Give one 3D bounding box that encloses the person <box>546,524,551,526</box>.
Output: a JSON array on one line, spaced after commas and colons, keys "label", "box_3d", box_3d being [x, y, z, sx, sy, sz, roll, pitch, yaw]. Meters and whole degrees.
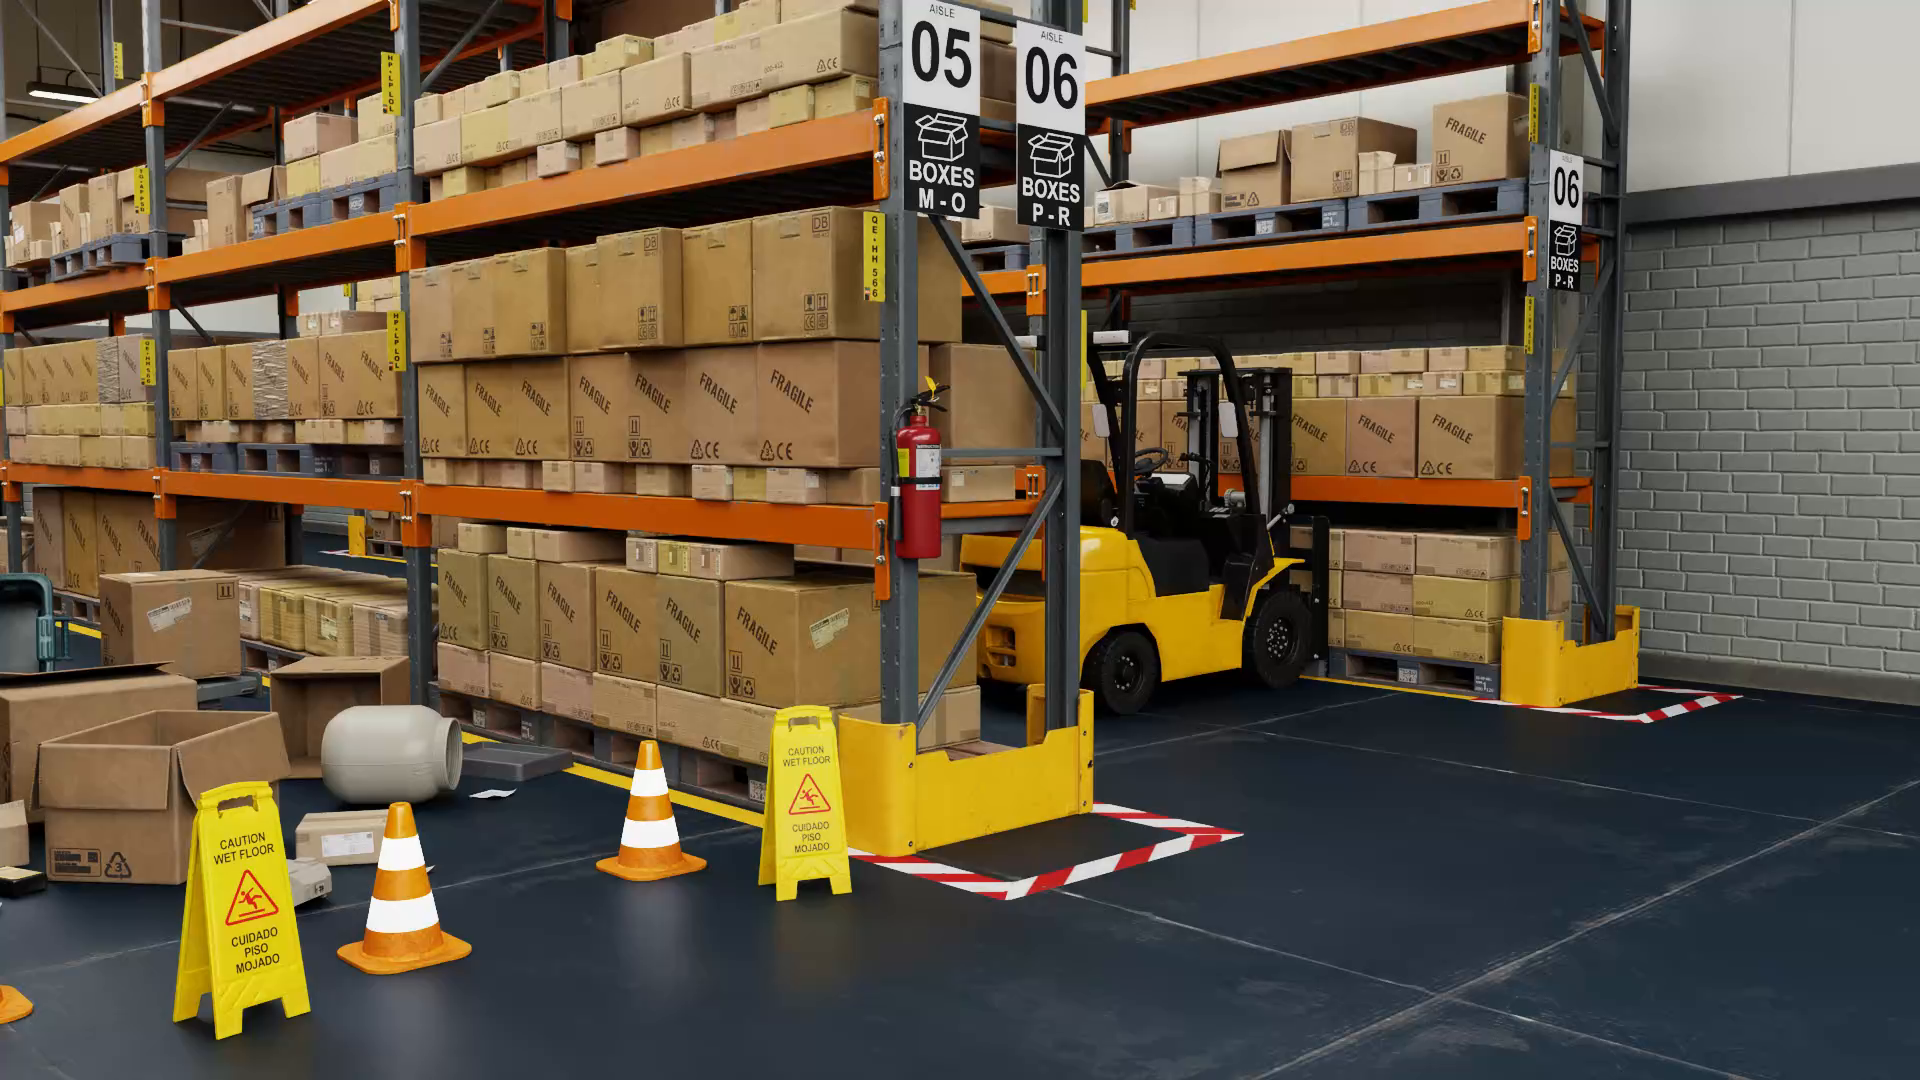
[{"label": "person", "box_3d": [-3.405, -0.256, 14.382, 0.778, 1.756, 0.577, 3, 5, 39]}]
